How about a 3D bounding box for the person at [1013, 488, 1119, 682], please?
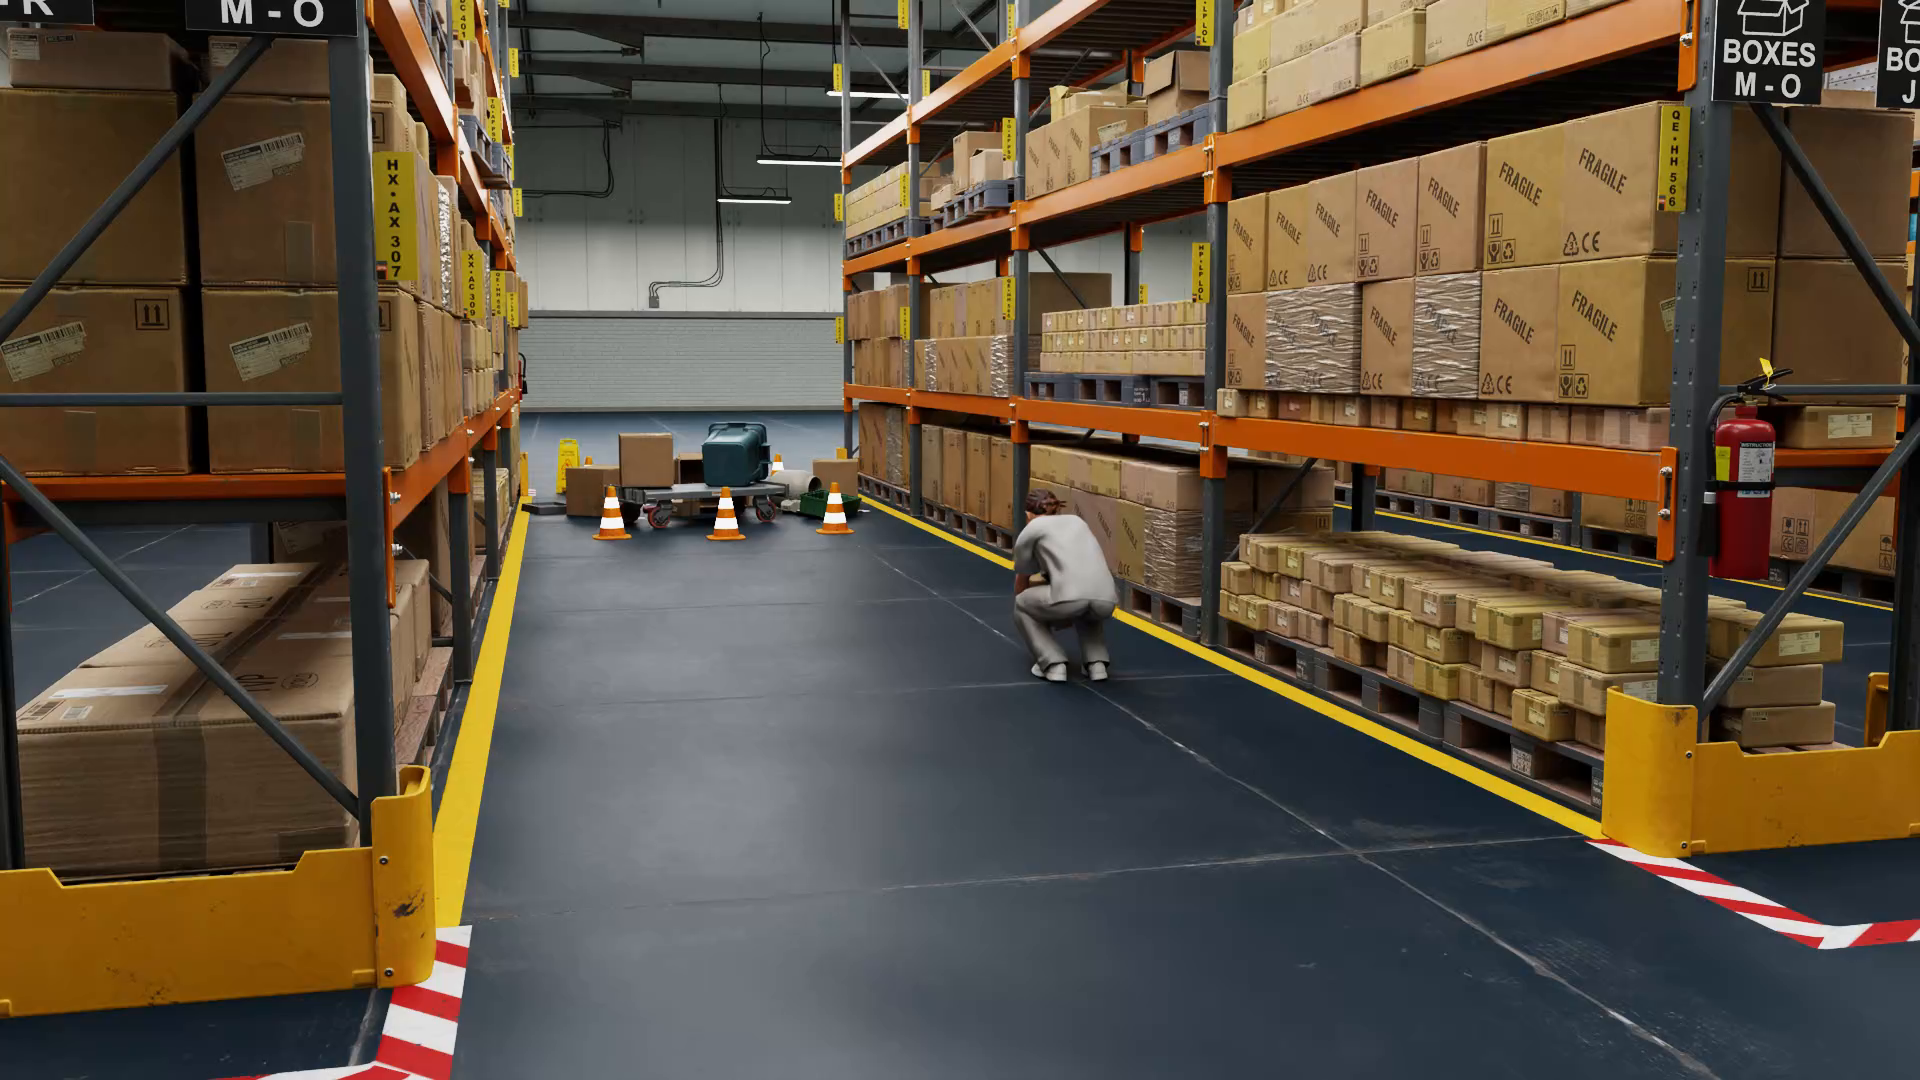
[{"bbox_3d":[0.523,0.218,8.554,0.465,0.947,0.823,-2,6,-15],"label":"person"}]
